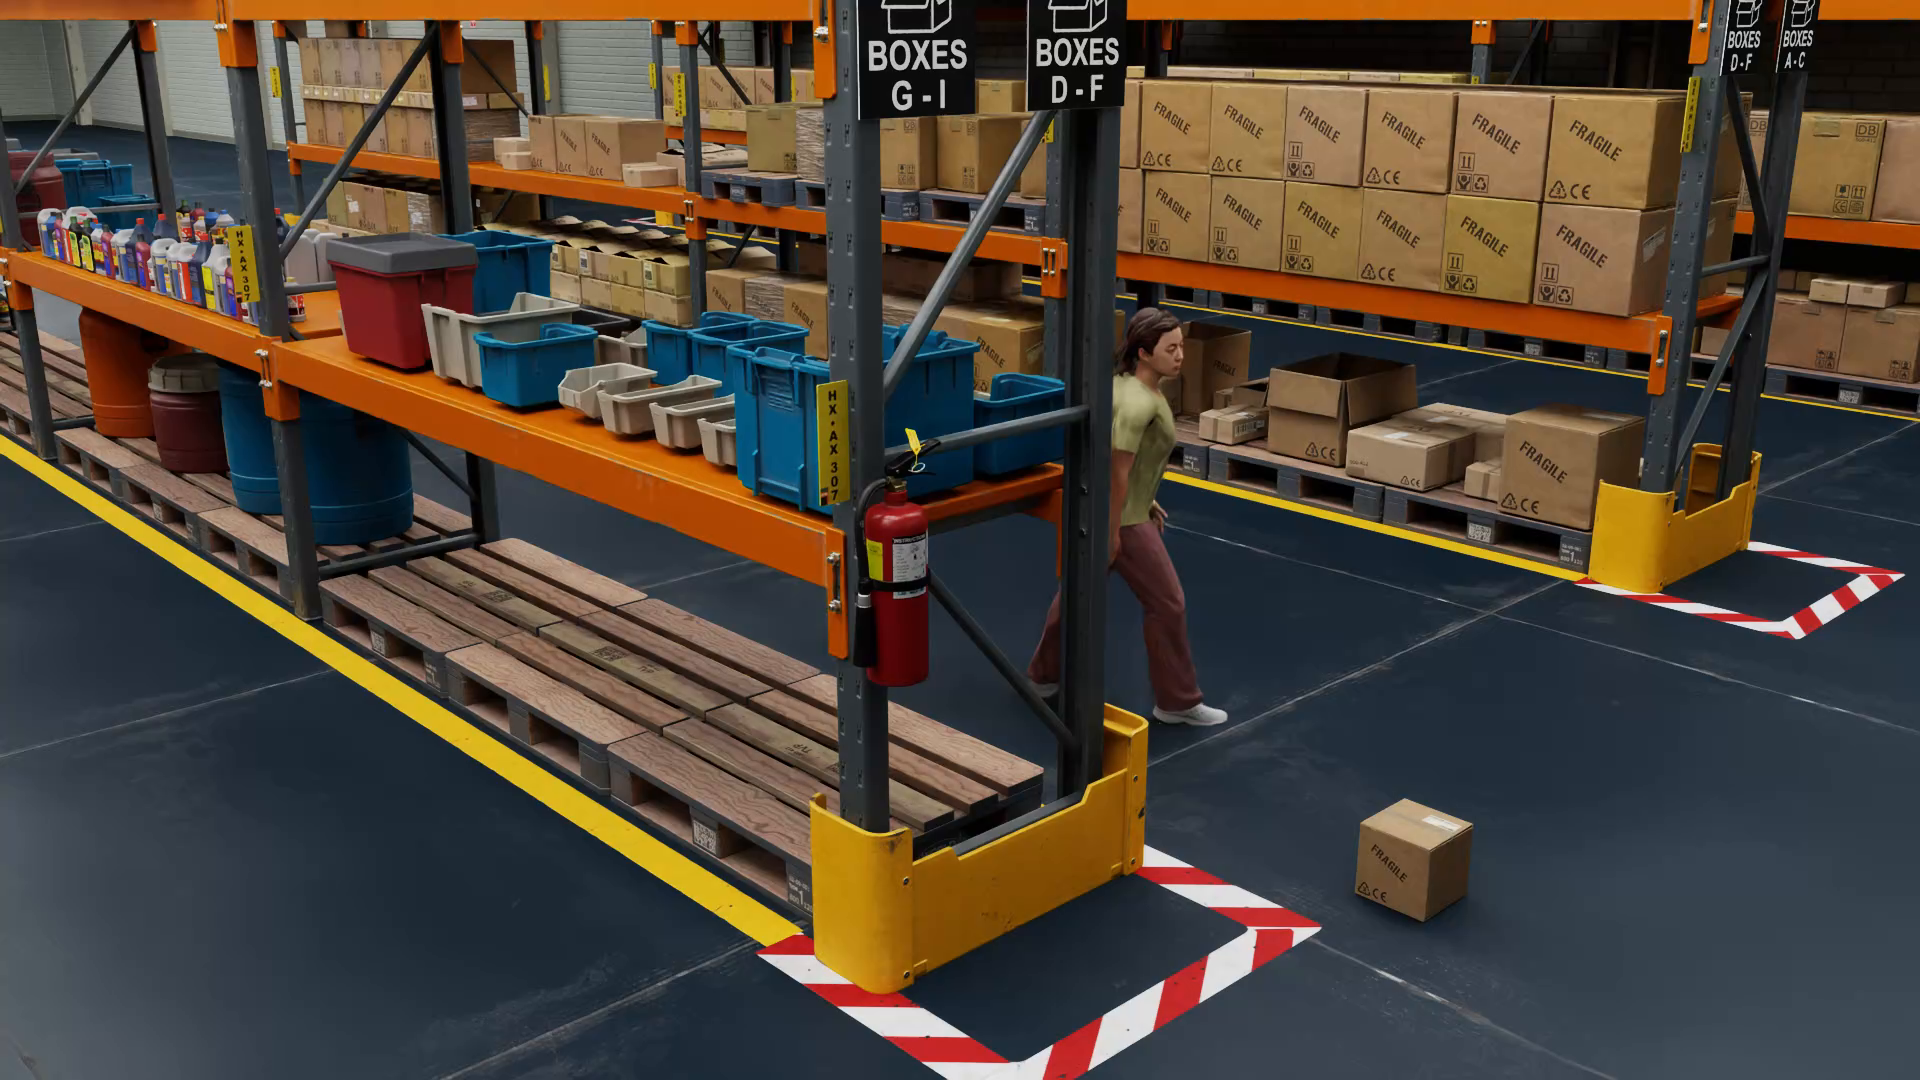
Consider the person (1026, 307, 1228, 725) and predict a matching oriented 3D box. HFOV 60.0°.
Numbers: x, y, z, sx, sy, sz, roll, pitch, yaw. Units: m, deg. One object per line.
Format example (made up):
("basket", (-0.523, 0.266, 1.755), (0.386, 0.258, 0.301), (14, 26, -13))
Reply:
("person", (0.666, -0.079, 6.381), (0.790, 1.660, 0.540), (0, 17, -1))
